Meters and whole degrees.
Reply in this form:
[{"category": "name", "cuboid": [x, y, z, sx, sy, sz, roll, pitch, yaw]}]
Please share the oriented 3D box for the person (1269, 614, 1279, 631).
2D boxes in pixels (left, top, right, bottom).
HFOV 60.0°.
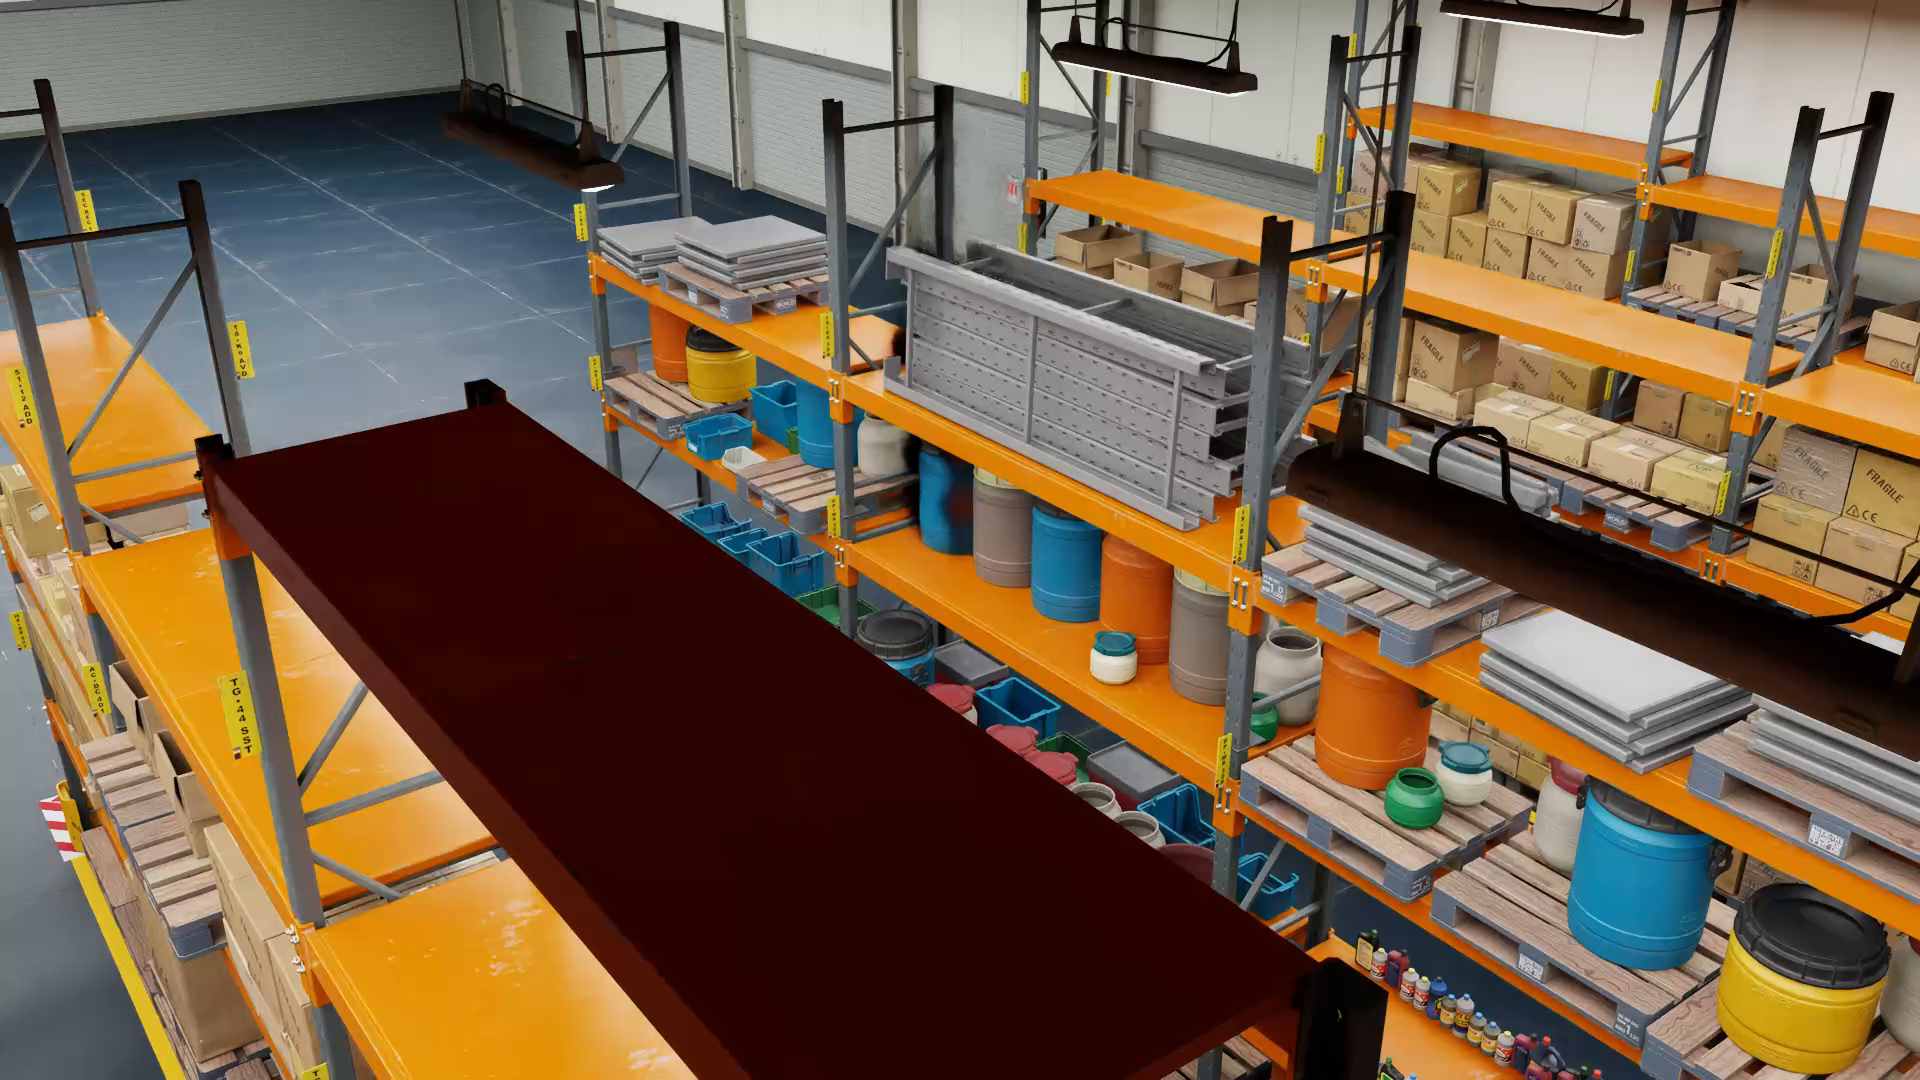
[{"category": "person", "cuboid": [2.378, 1.316, 13.530, 0.624, 1.663, 0.524, -22, 33, -39]}]
